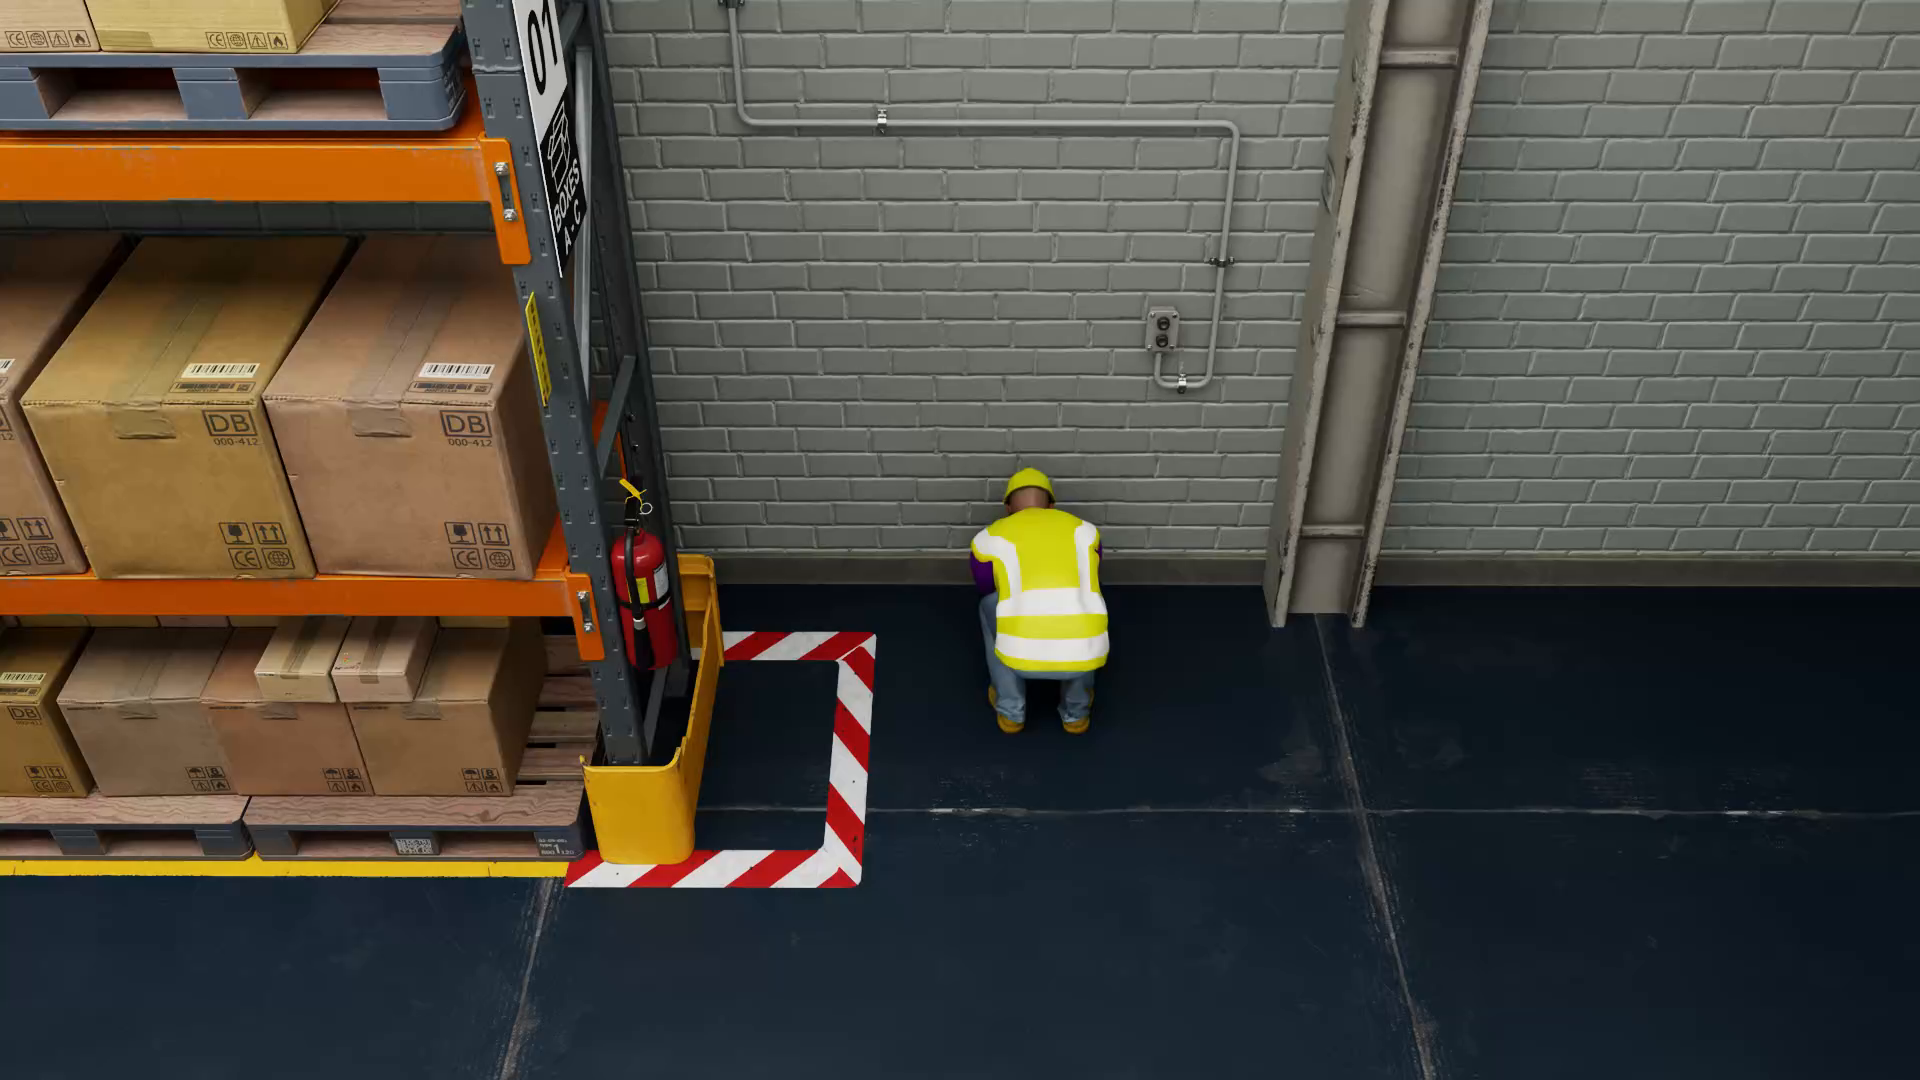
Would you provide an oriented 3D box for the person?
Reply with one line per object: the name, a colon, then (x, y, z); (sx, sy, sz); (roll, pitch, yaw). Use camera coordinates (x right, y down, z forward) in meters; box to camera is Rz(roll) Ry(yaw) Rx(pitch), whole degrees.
person: (0.305, 0.277, 6.587); (0.526, 0.805, 0.964); (-1, 39, -1)
